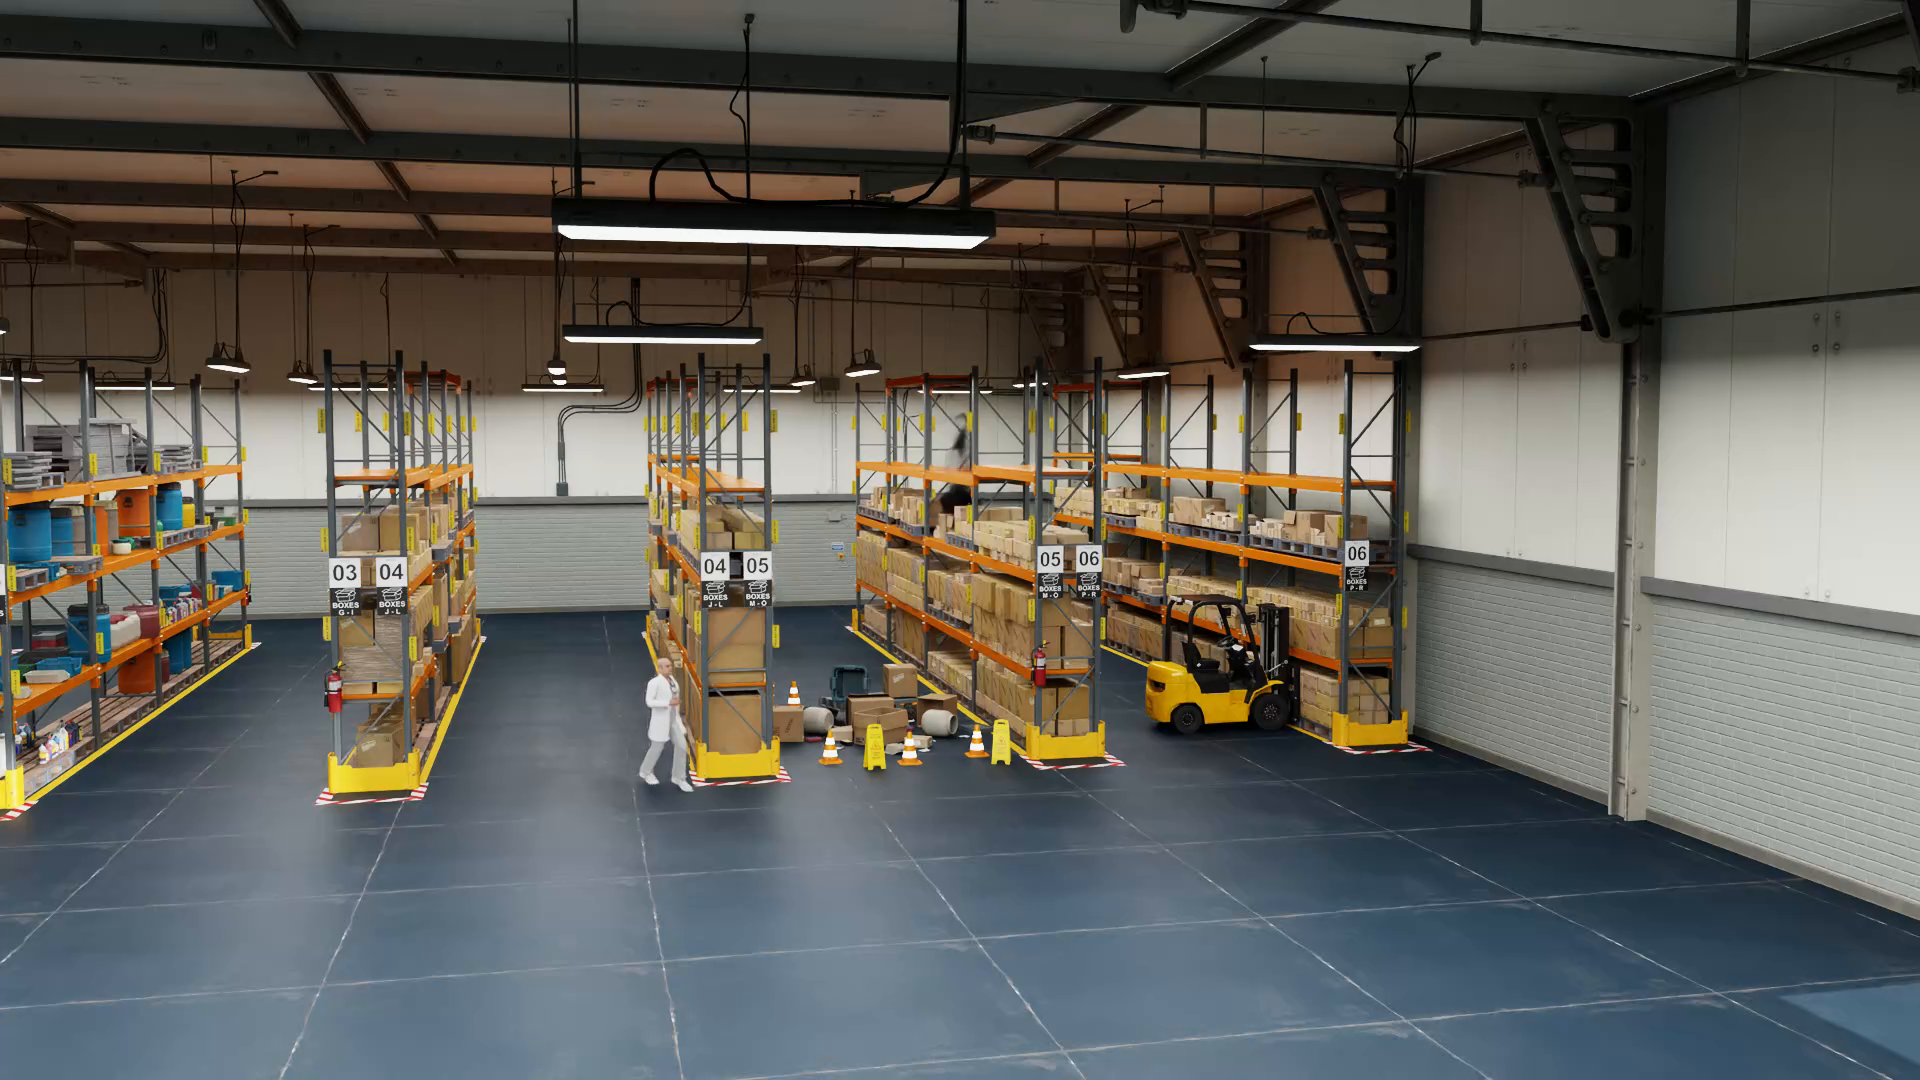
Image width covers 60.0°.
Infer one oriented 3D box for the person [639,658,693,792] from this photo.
[{"bbox_3d":[-4.080,2.523,22.770,0.882,1.834,0.682,3,5,38],"label":"person"}]
